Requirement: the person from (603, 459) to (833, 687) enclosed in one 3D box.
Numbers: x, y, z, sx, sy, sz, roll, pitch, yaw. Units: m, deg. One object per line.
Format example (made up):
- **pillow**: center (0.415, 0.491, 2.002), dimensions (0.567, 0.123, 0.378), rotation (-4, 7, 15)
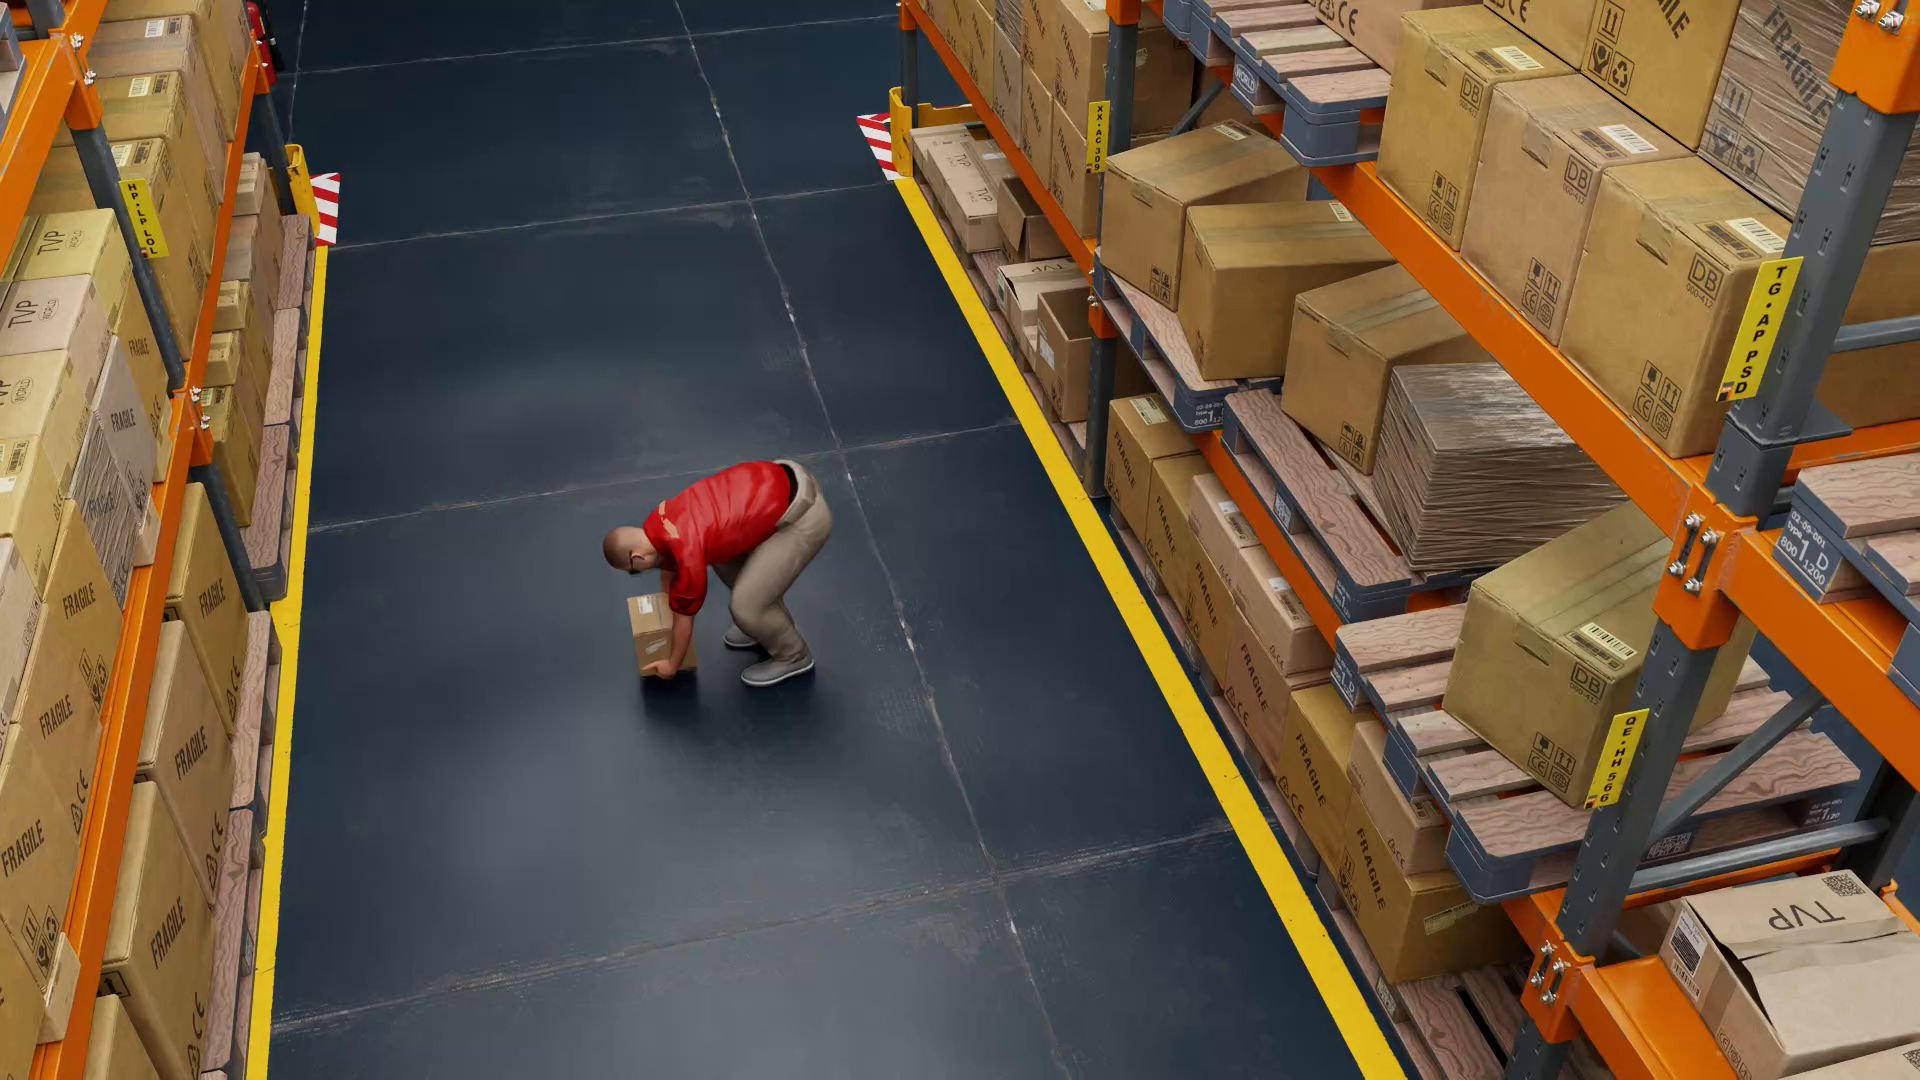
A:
- **person**: center (-1.045, 0.164, 7.131), dimensions (0.899, 0.976, 0.509), rotation (-11, 39, -14)
